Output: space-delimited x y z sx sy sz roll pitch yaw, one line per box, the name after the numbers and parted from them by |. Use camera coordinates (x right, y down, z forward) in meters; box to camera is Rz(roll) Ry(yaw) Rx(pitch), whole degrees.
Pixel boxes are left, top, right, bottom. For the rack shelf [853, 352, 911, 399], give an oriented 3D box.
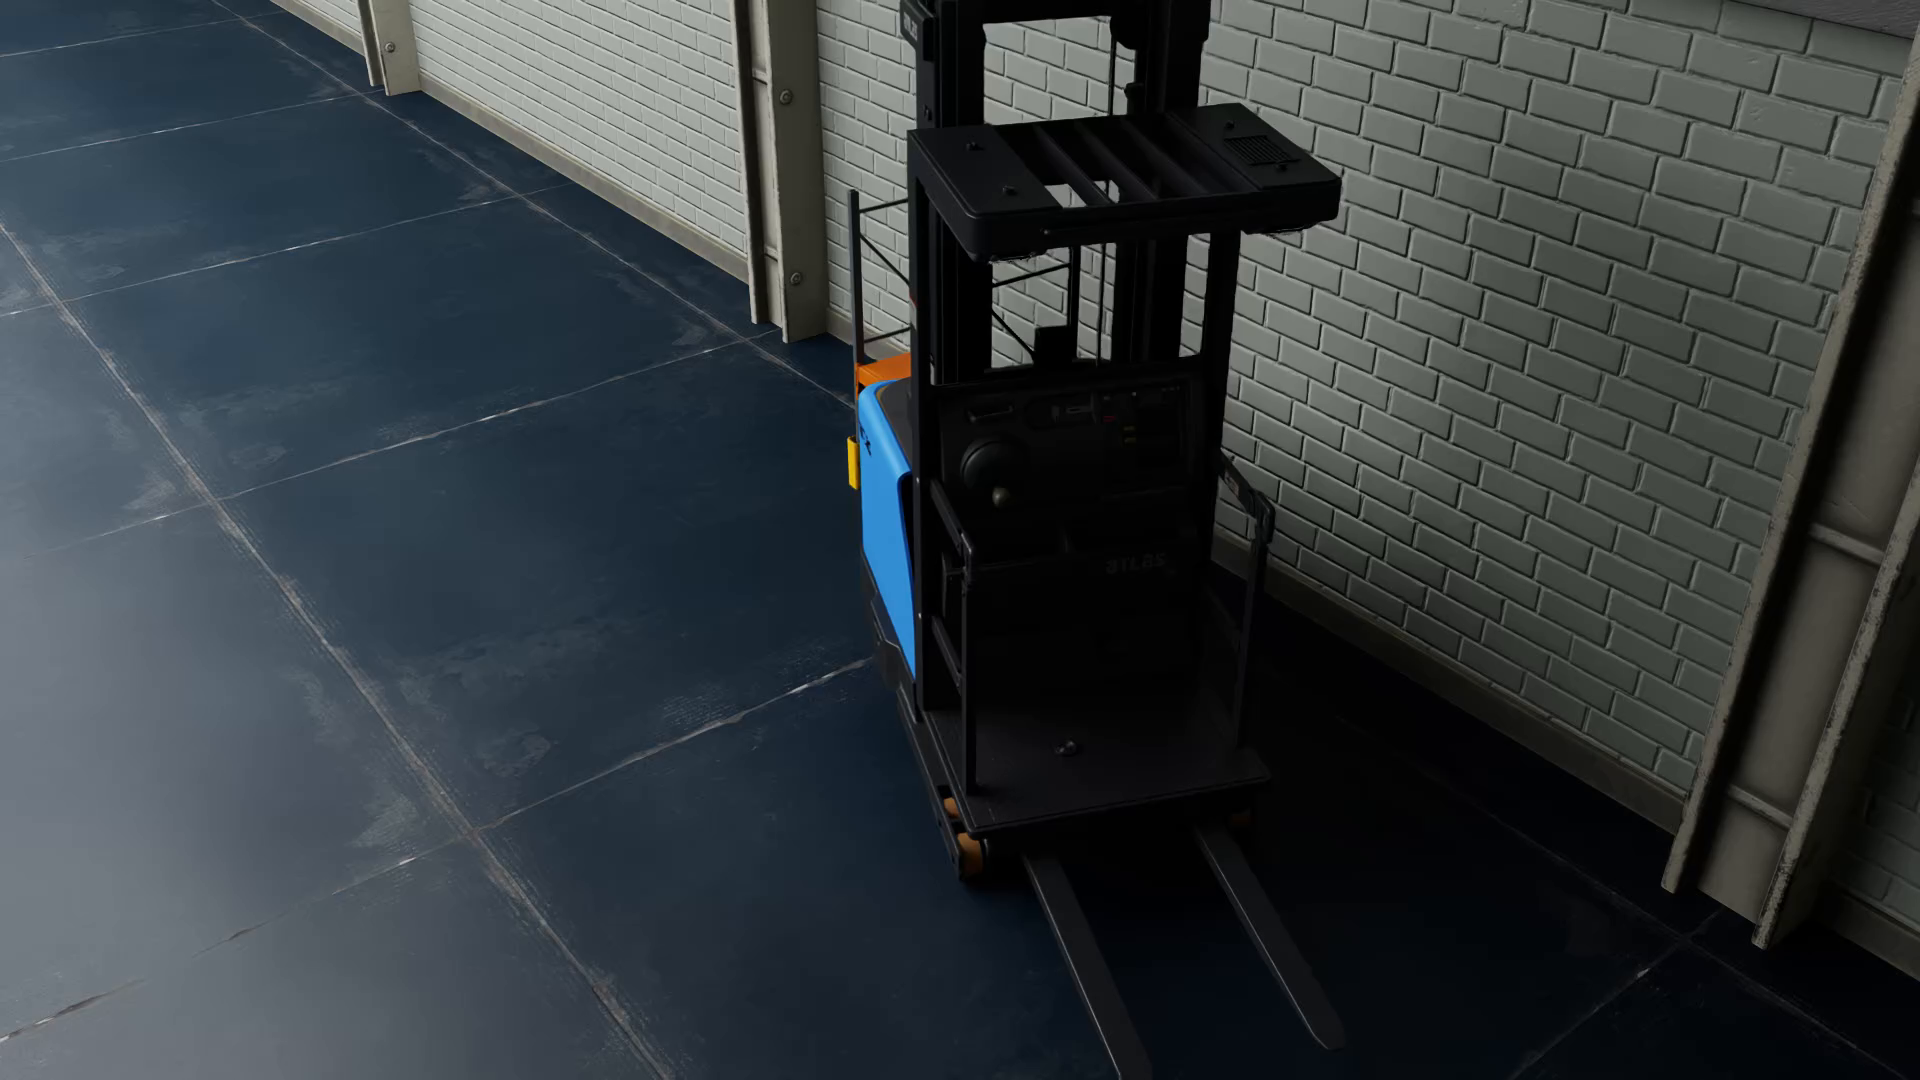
0.000 -0.616 7.662 0.538 0.185 1.000 -20 37 -29 | rack shelf

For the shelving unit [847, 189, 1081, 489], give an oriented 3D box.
-0.005 -0.773 7.573 0.587 1.500 1.083 -20 37 -29 | shelving unit

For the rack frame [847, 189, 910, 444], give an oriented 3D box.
-0.290 -0.989 7.921 0.500 1.500 0.032 -20 37 -29 | rack frame

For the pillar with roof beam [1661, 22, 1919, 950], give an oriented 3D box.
-0.713 -1.191 1.139 9.100 9.000 0.400 -22 38 -31 | pillar with roof beam

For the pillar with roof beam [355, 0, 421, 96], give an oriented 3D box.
-8.072 -6.192 9.191 9.100 9.000 0.400 -22 38 -31 | pillar with roof beam

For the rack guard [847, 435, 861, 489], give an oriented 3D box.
-0.289 -0.458 8.250 0.587 0.250 0.087 -20 37 -29 | rack guard

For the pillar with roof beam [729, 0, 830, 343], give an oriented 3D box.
-4.393 -3.692 5.165 9.100 9.000 0.400 -22 38 -31 | pillar with roof beam

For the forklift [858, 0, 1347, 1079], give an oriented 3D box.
0.440 -0.285 5.431 1.130 2.935 3.031 -8 33 -12 | forklift

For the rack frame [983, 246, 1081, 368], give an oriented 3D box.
0.291 -0.549 7.213 0.500 1.500 0.032 -20 37 -29 | rack frame
